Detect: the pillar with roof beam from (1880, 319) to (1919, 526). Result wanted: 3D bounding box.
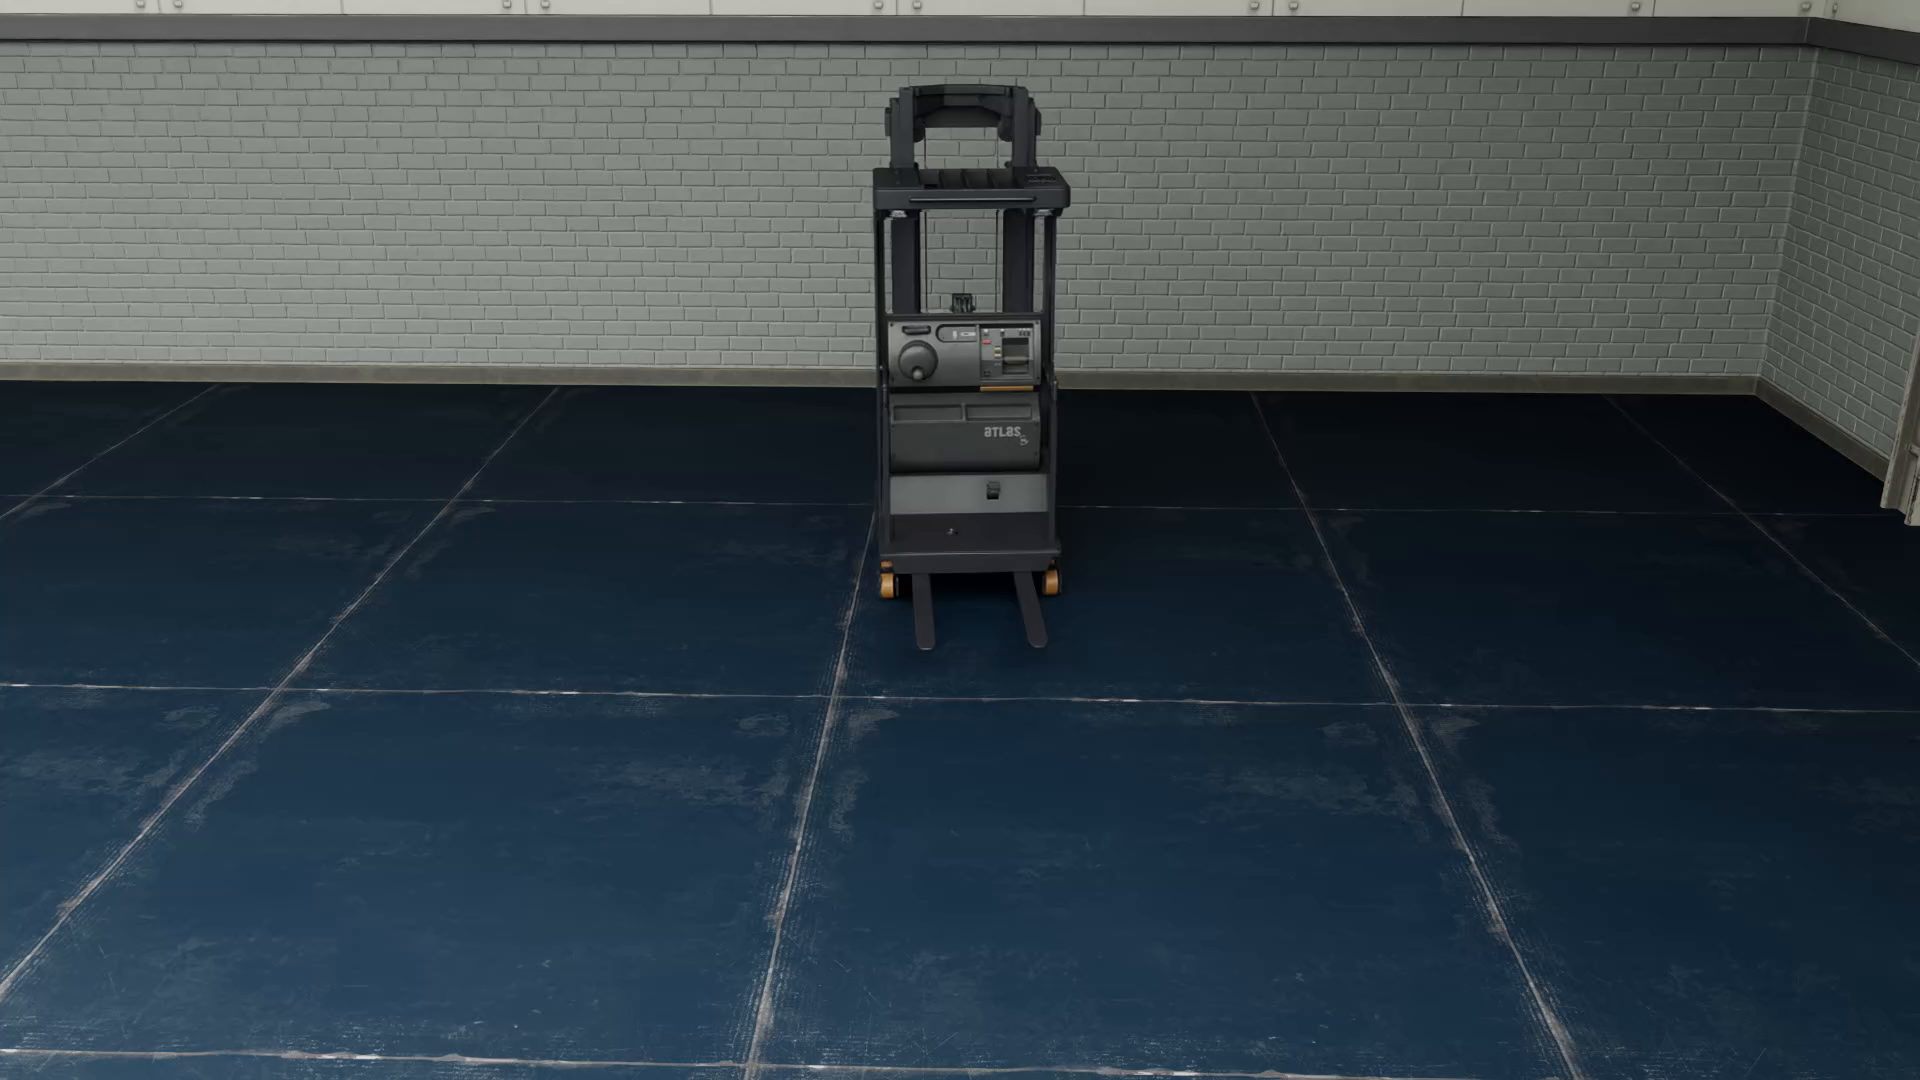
[{"bbox_3d":[2.288,-4.412,9.960,9.100,9.000,0.400,1,21,2],"label":"pillar with roof beam"}]

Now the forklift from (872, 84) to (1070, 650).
[{"bbox_3d":[0.042,-1.126,9.880,1.130,2.935,3.031,-1,21,-3],"label":"forklift"}]
